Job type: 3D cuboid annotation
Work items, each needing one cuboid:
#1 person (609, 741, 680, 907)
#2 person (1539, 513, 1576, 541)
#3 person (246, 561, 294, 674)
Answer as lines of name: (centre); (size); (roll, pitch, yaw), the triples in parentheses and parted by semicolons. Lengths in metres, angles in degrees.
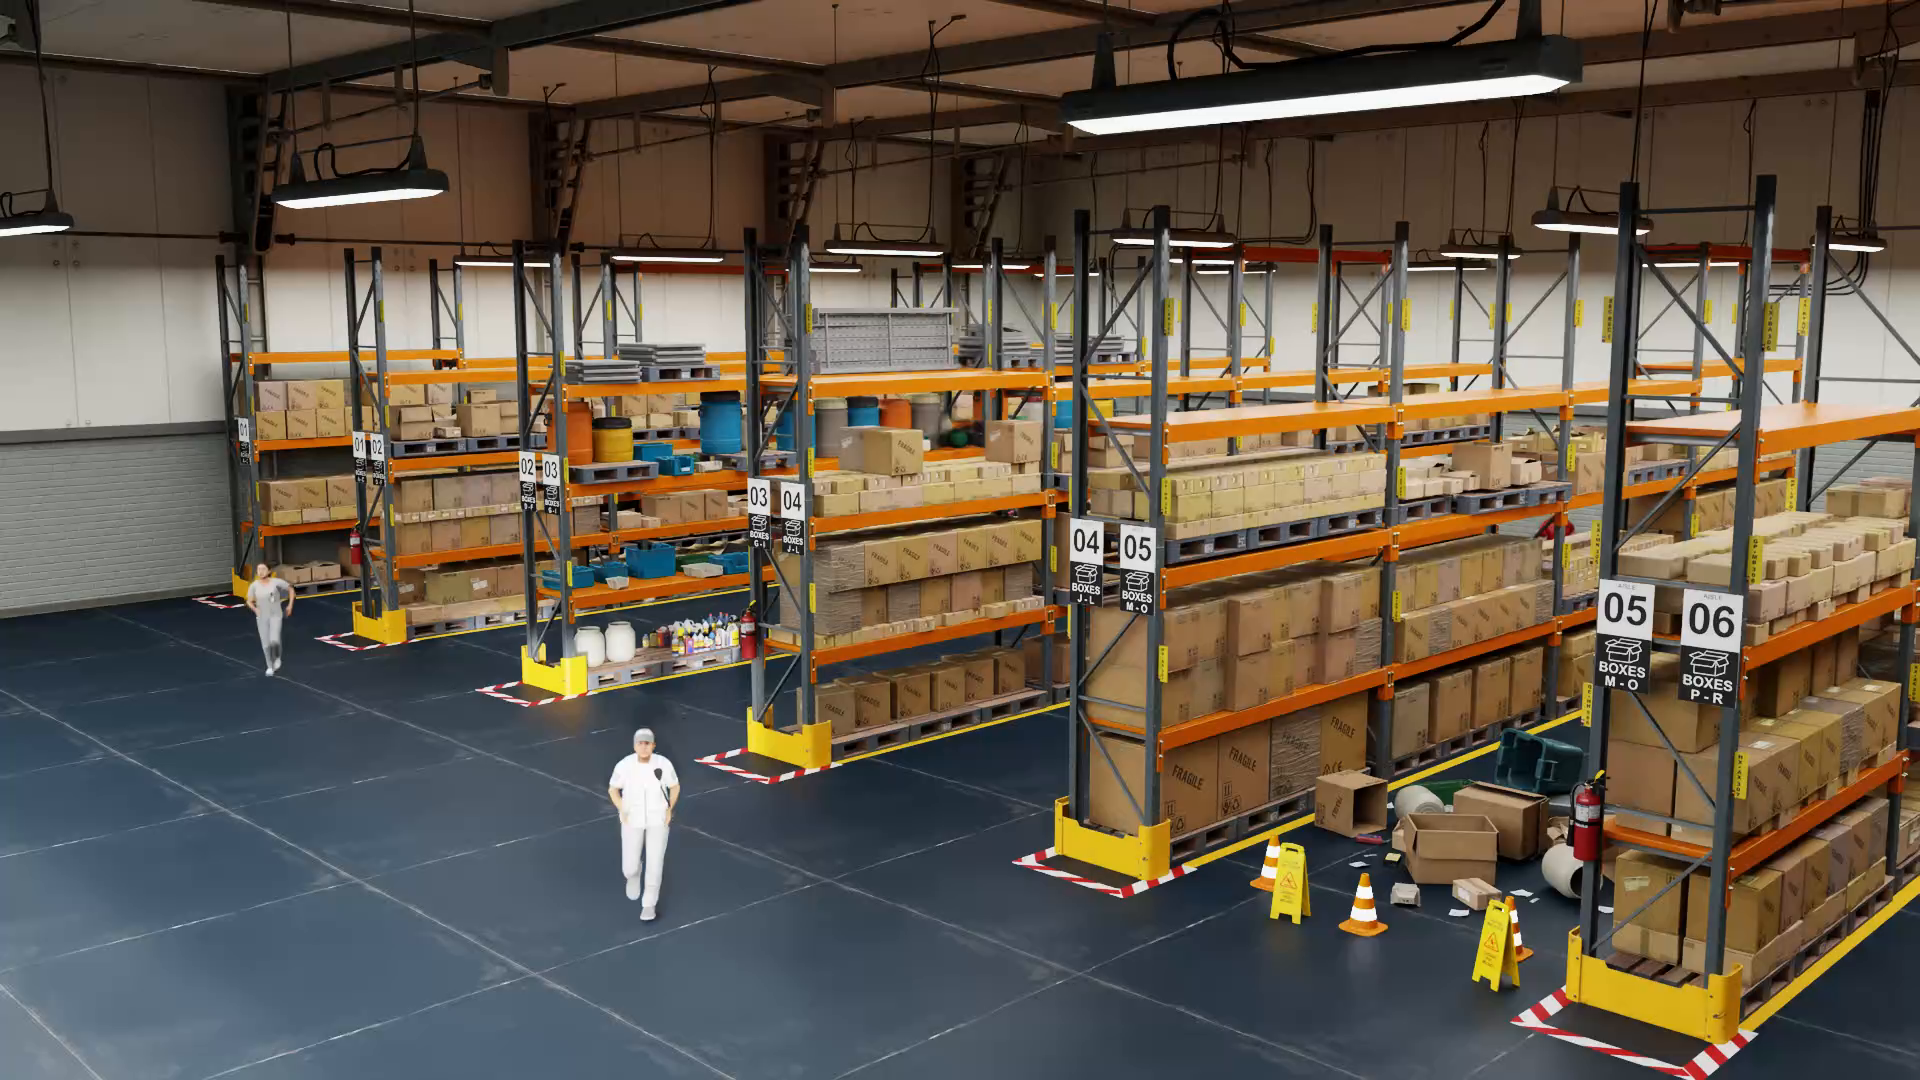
person: (-2.660, 2.360, 14.078); (0.596, 1.531, 0.496); (-2, 8, -12)
person: (10.502, 0.222, 29.139); (0.695, 1.653, 0.574); (1, 8, 6)
person: (-9.572, 1.096, 23.082); (0.582, 1.624, 0.722); (-1, 8, -10)
